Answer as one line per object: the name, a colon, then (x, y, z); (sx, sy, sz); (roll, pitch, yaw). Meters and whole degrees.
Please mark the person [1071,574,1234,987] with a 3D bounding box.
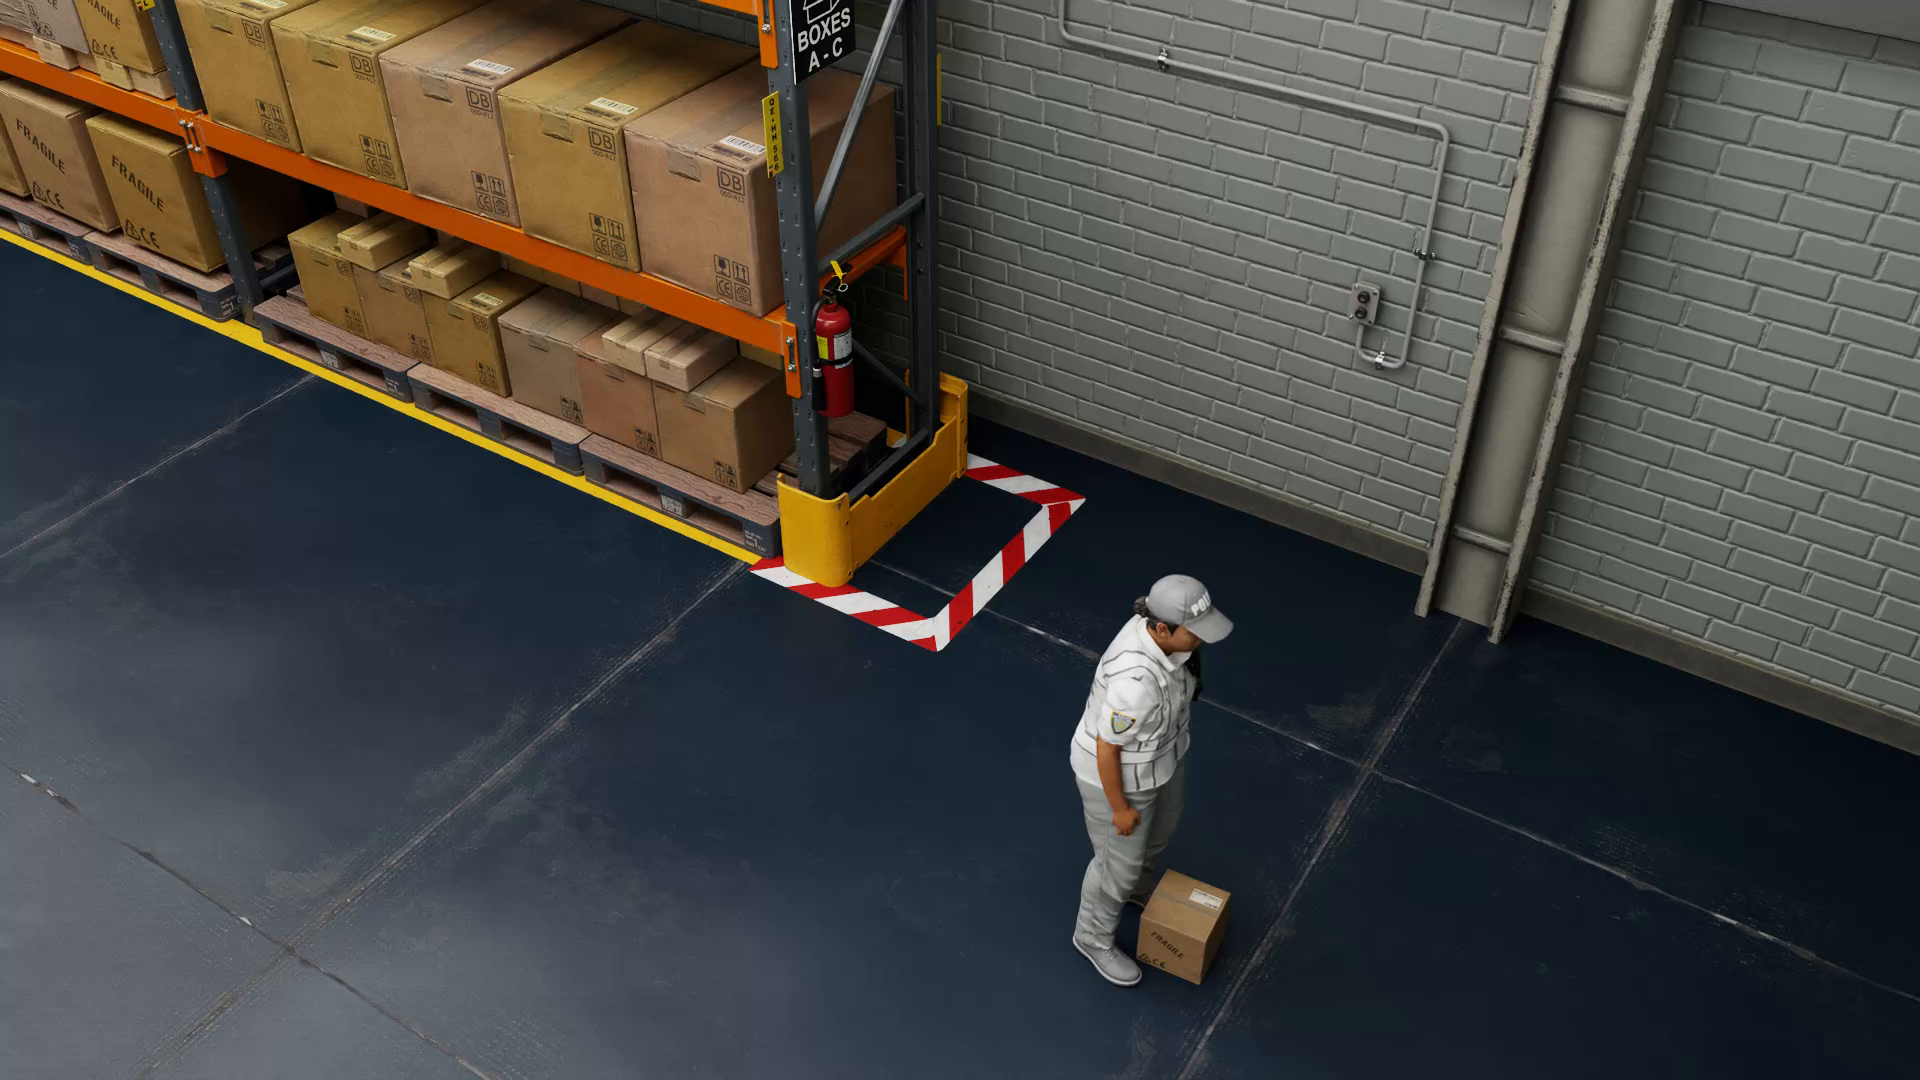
person: (0.628, 0.780, 5.698); (0.466, 1.667, 0.560); (20, 43, 23)
